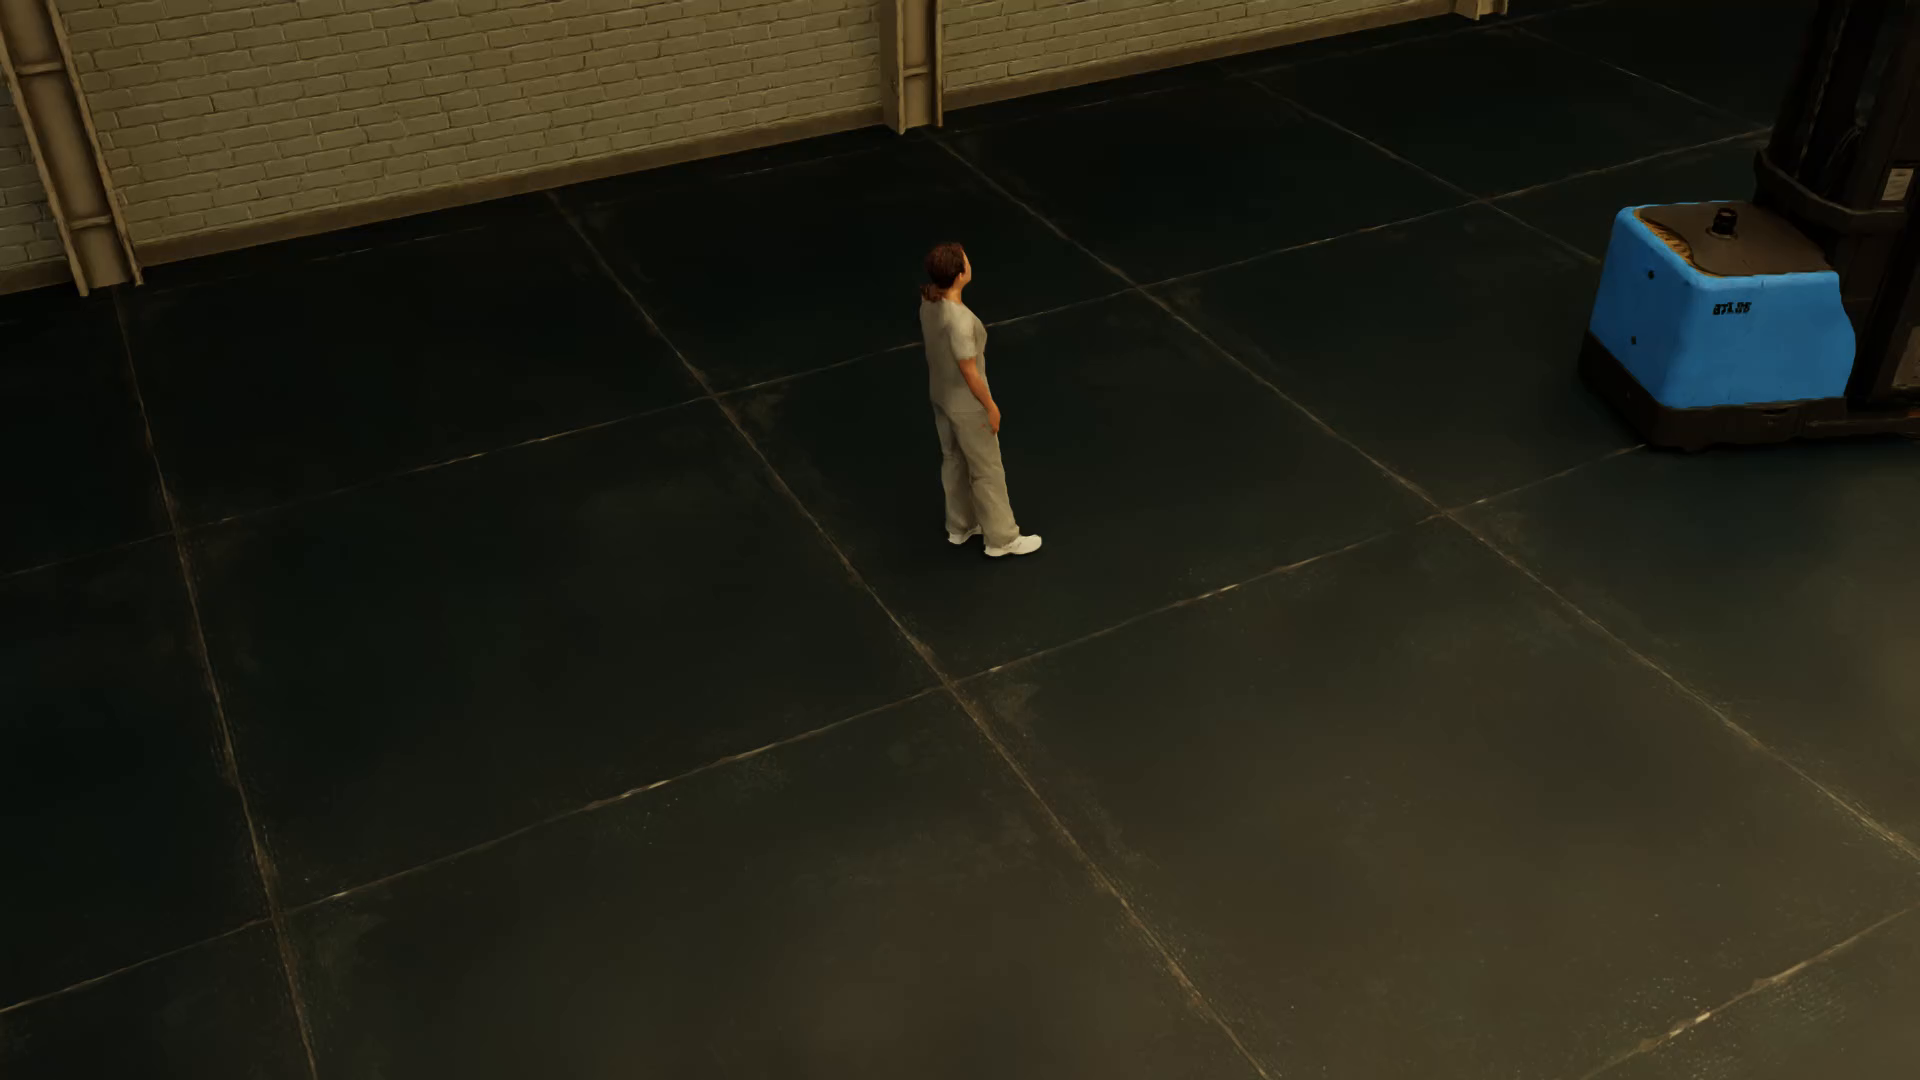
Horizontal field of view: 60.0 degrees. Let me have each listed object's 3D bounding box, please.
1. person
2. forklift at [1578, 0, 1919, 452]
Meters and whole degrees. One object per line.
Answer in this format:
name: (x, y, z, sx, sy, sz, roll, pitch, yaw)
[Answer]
person: (0.071, -0.703, 8.193, 0.548, 1.674, 0.550, -17, 39, -23)
forklift: (5.291, -2.072, 9.055, 3.031, 2.935, 1.130, -5, 36, -7)
